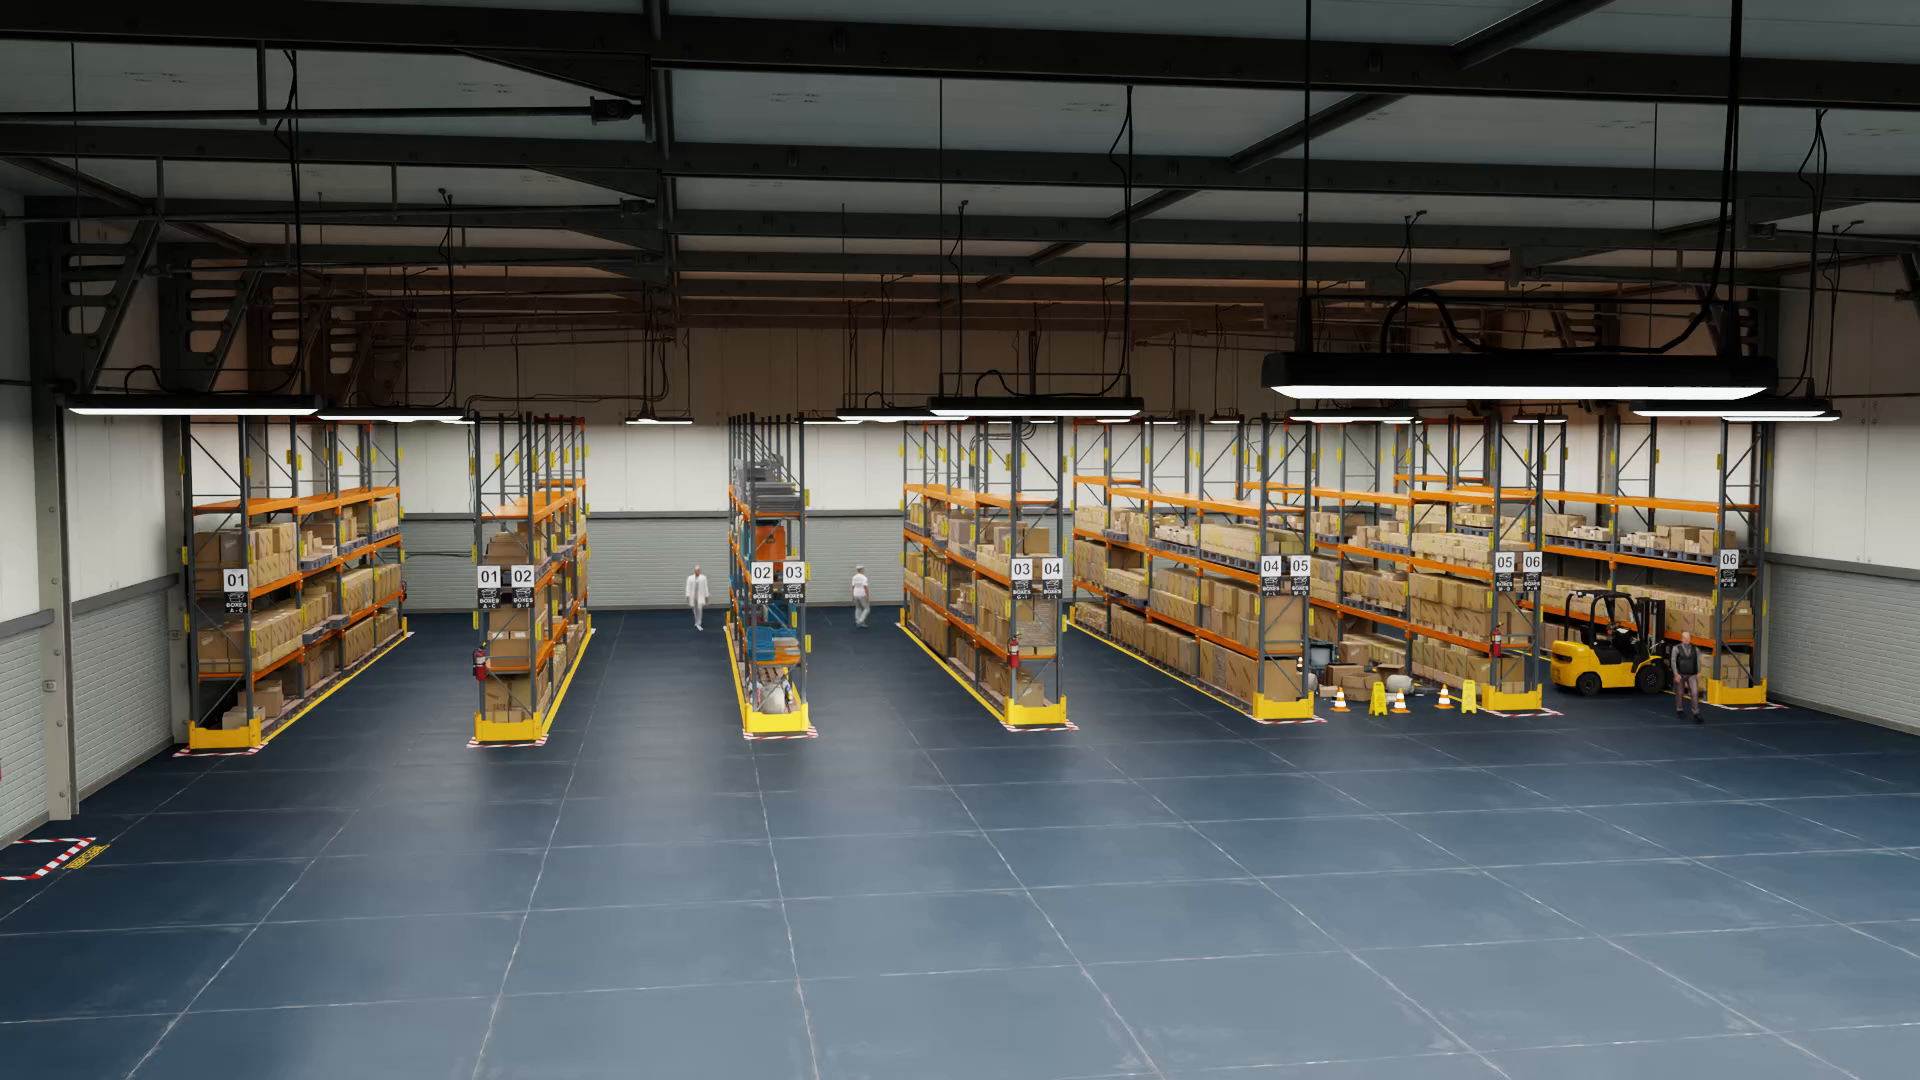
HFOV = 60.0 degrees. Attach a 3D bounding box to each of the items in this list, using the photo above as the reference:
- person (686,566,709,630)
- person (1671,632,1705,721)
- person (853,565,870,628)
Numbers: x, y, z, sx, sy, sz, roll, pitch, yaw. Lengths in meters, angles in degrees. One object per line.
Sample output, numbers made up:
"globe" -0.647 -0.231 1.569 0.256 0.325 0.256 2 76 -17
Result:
"person" -7.501 1.630 47.189 0.582 1.747 0.988 1 4 8
"person" 14.203 2.647 32.483 0.580 1.680 0.926 1 4 17
"person" -2.844 1.624 47.577 0.590 1.771 0.493 3 5 41
